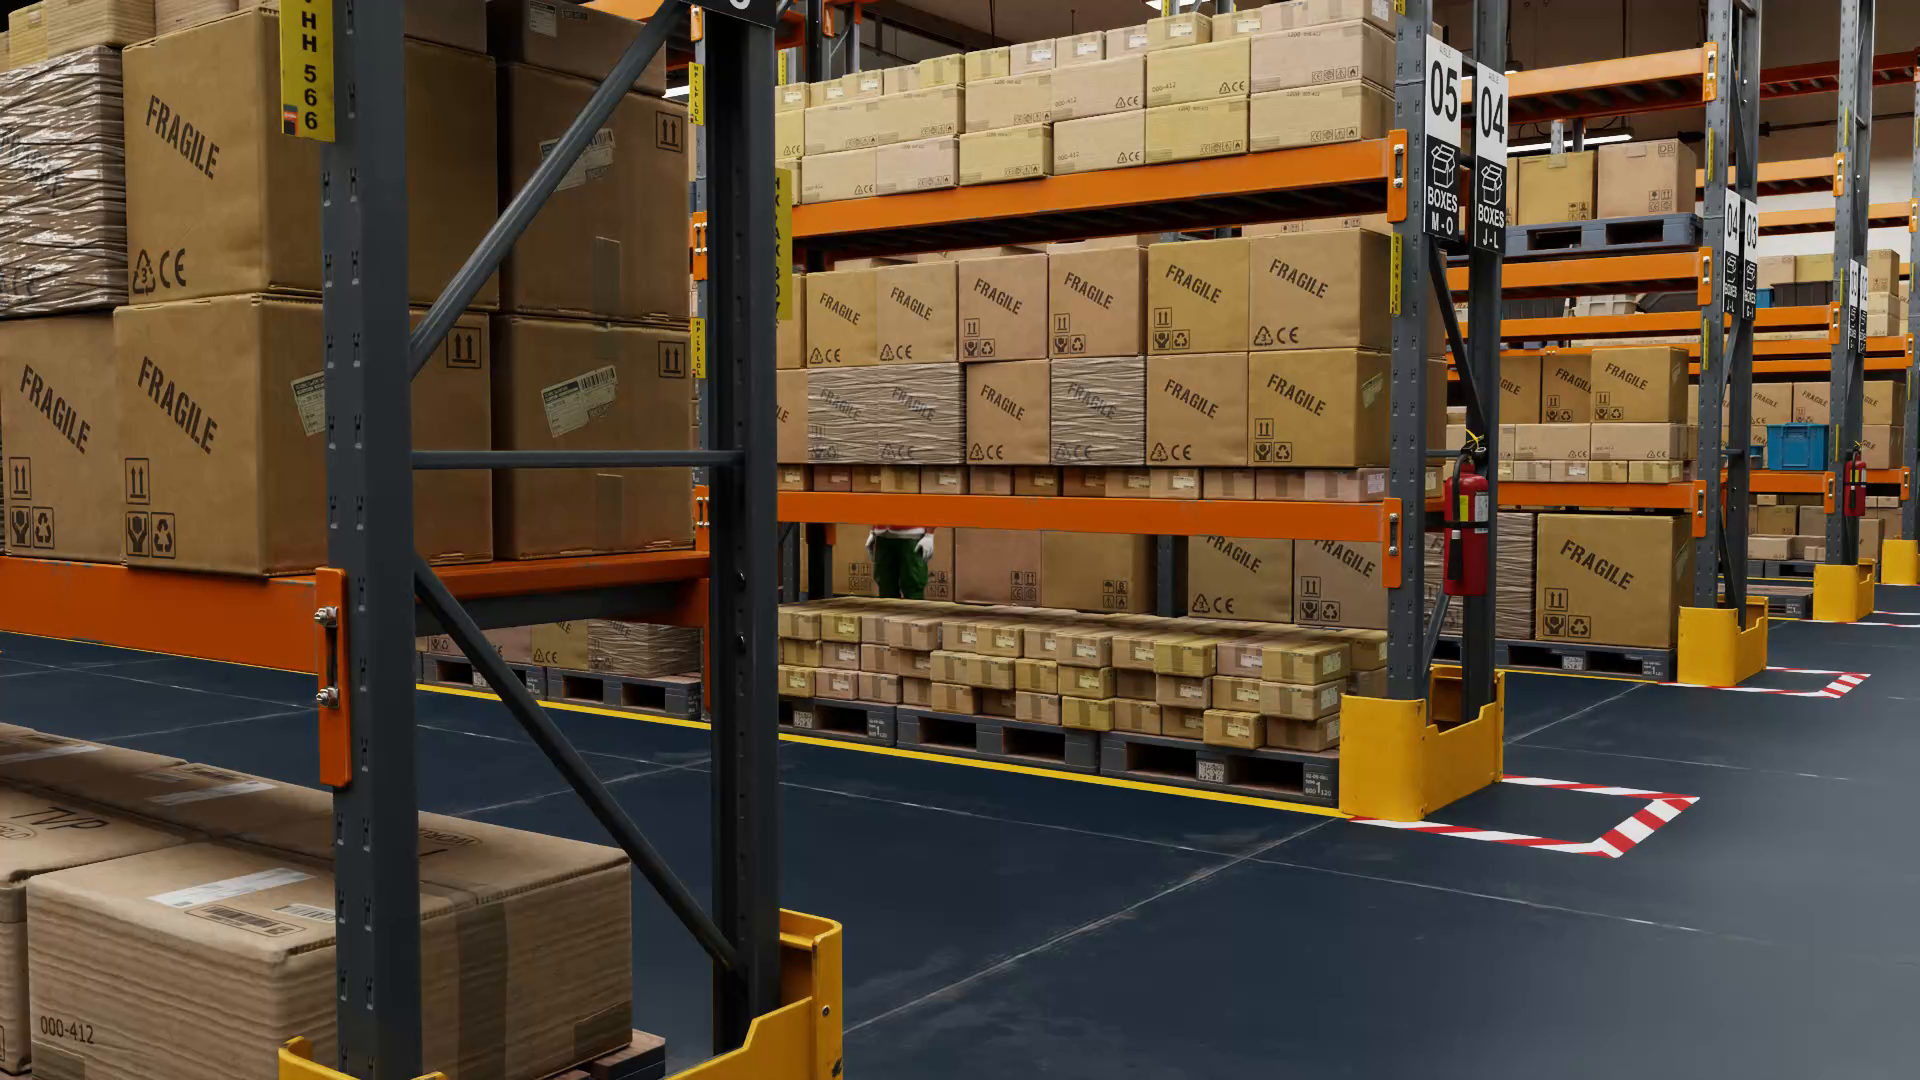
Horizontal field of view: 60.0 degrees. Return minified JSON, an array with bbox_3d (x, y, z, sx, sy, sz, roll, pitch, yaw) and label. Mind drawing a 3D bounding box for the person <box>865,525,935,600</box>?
[{"bbox_3d":[-0.414,0.001,11.555,0.526,1.793,0.380,2,4,37],"label":"person"}]
